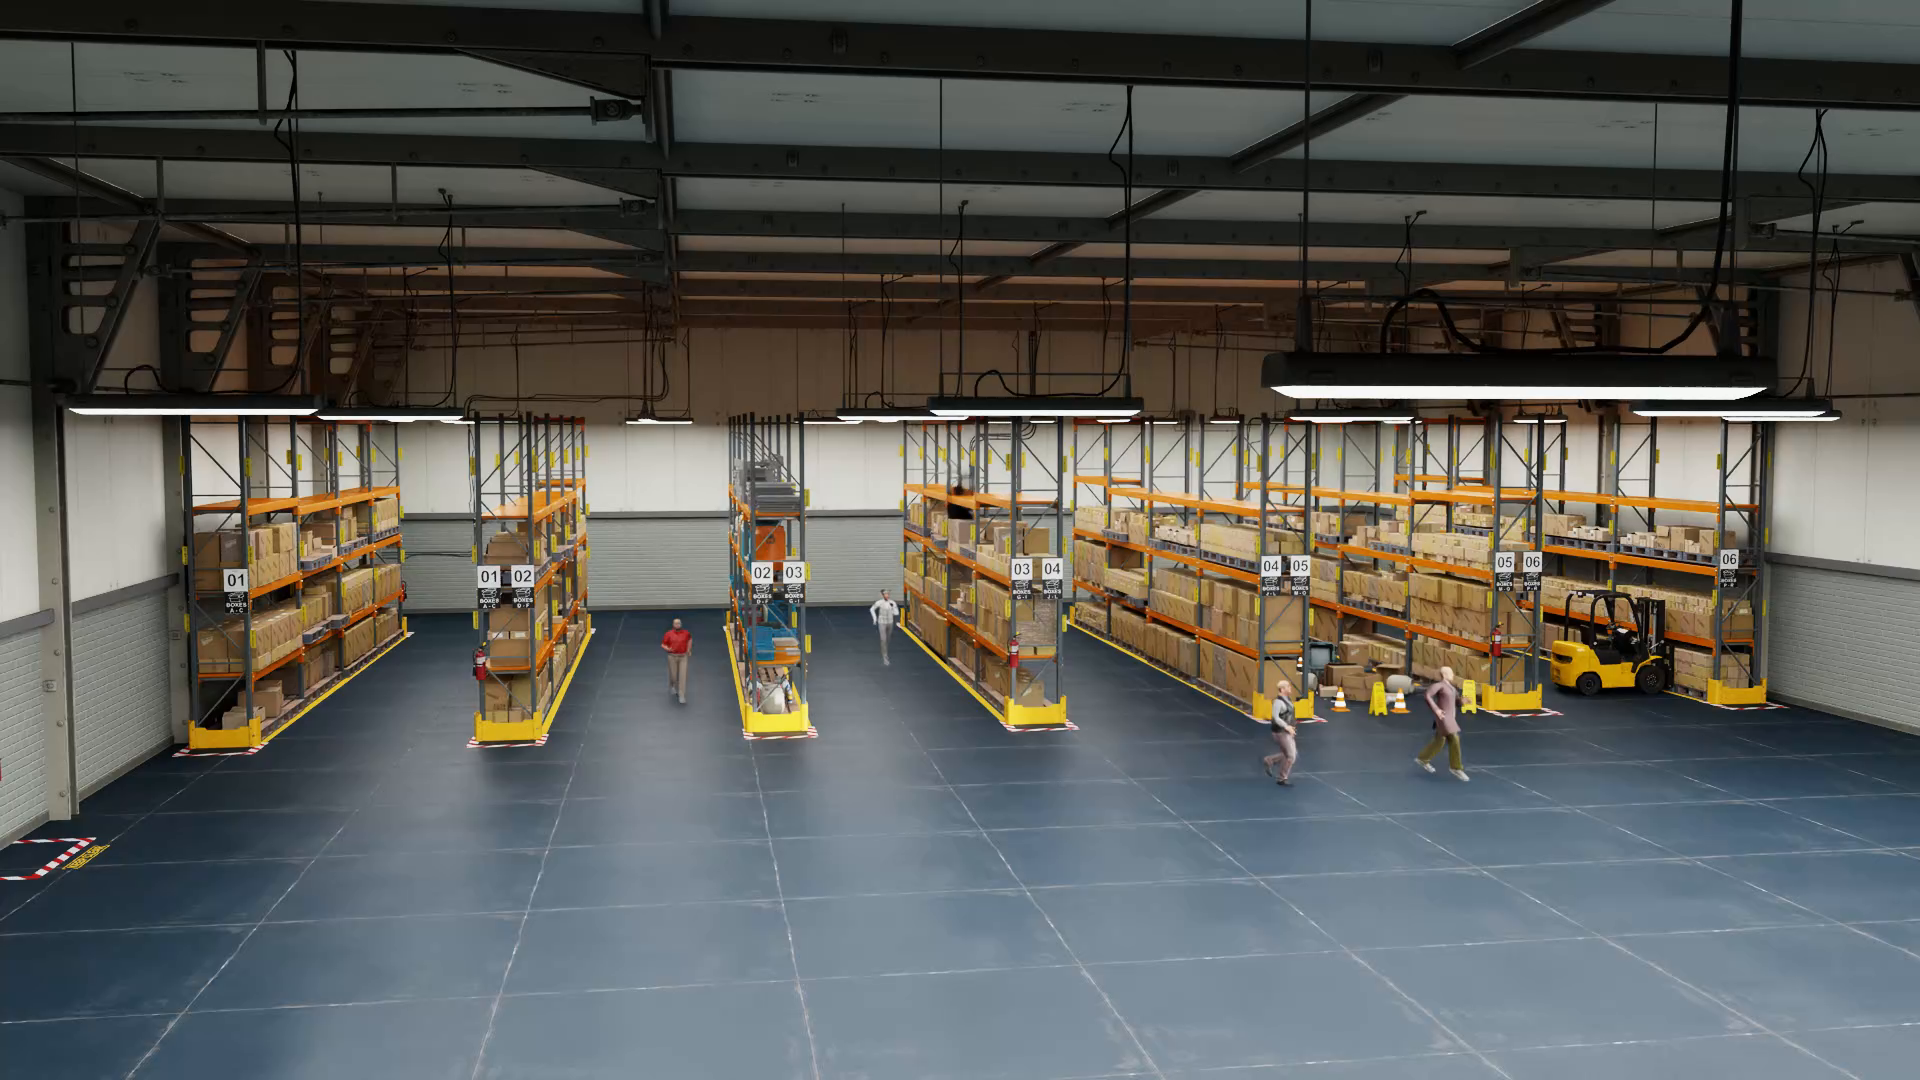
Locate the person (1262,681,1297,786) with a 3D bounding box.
[{"bbox_3d":[5.115,3.076,26.617,0.600,1.677,0.690,2,4,24],"label":"person"}]

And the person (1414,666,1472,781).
[{"bbox_3d":[7.906,2.980,27.200,0.931,1.840,0.692,2,4,27],"label":"person"}]

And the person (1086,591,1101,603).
[{"bbox_3d":[4.024,1.481,49.721,0.897,1.832,0.722,-1,4,-19],"label":"person"}]

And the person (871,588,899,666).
[{"bbox_3d":[-1.704,1.976,38.271,0.587,1.762,0.753,-2,4,-22],"label":"person"}]

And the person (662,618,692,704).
[{"bbox_3d":[-5.895,2.498,34.735,0.664,1.725,0.954,-1,4,-17],"label":"person"}]
